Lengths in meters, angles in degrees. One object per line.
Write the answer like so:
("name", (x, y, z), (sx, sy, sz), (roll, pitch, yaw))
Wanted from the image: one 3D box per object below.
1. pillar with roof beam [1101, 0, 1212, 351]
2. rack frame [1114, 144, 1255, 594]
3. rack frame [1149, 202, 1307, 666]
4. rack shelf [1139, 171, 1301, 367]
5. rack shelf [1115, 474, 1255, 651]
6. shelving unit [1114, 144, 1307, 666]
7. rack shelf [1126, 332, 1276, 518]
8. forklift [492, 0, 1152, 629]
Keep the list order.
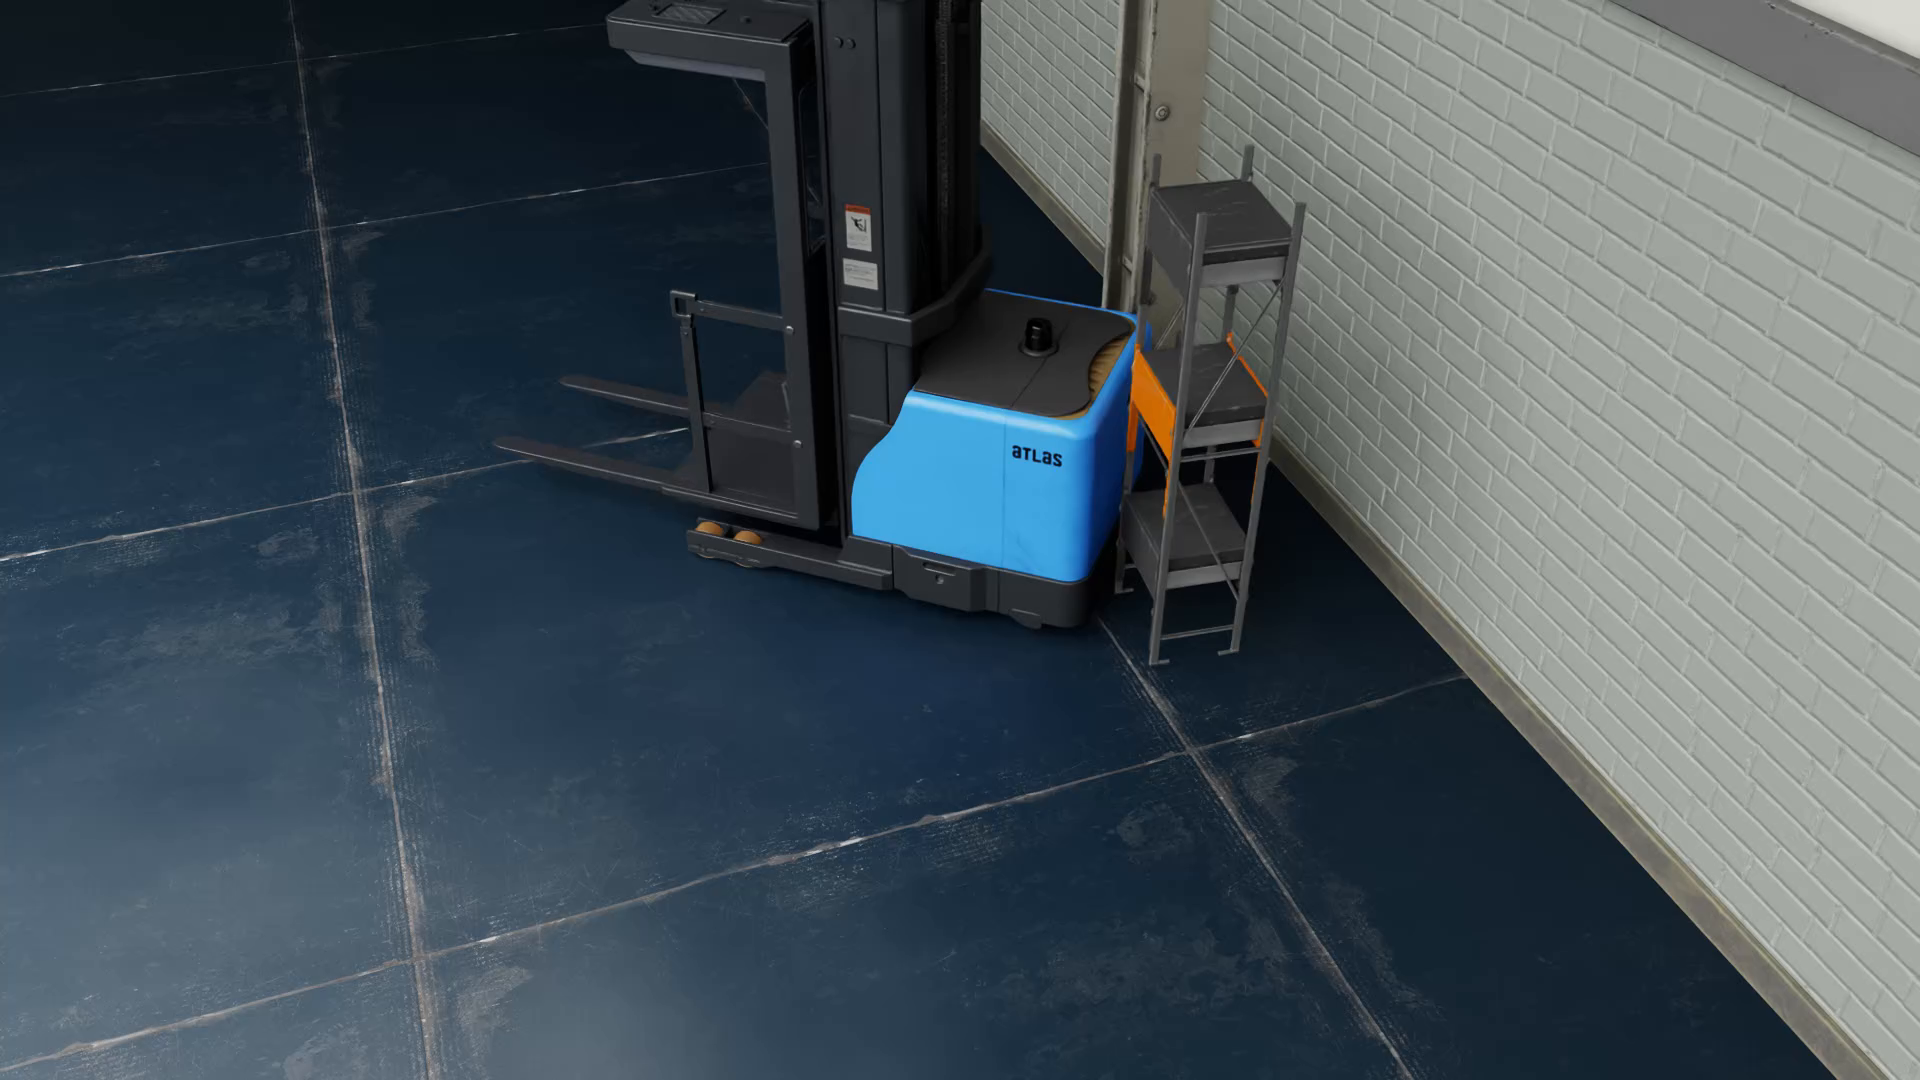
("pillar with roof beam", (-3.047, -3.800, 5.315), (9.100, 9.000, 0.400), (-12, 39, -16))
("rack frame", (0.893, -0.619, 6.810), (0.400, 2.100, 0.015), (-8, 39, -11))
("rack frame", (1.007, -0.327, 6.436), (0.400, 2.100, 0.015), (-8, 39, -11))
("rack shelf", (0.957, -1.015, 6.202), (0.431, 0.518, 0.480), (-8, 39, -11))
("rack shelf", (0.943, 0.091, 7.060), (0.431, 0.518, 0.480), (-8, 39, -11))
("shelving unit", (0.950, -0.473, 6.623), (0.431, 2.100, 0.503), (-8, 39, -11))
("rack shelf", (0.950, -0.462, 6.631), (0.431, 0.518, 0.480), (-8, 39, -11))
("forklift", (-0.718, -1.329, 7.078), (3.031, 2.935, 1.130), (12, 39, 16))
